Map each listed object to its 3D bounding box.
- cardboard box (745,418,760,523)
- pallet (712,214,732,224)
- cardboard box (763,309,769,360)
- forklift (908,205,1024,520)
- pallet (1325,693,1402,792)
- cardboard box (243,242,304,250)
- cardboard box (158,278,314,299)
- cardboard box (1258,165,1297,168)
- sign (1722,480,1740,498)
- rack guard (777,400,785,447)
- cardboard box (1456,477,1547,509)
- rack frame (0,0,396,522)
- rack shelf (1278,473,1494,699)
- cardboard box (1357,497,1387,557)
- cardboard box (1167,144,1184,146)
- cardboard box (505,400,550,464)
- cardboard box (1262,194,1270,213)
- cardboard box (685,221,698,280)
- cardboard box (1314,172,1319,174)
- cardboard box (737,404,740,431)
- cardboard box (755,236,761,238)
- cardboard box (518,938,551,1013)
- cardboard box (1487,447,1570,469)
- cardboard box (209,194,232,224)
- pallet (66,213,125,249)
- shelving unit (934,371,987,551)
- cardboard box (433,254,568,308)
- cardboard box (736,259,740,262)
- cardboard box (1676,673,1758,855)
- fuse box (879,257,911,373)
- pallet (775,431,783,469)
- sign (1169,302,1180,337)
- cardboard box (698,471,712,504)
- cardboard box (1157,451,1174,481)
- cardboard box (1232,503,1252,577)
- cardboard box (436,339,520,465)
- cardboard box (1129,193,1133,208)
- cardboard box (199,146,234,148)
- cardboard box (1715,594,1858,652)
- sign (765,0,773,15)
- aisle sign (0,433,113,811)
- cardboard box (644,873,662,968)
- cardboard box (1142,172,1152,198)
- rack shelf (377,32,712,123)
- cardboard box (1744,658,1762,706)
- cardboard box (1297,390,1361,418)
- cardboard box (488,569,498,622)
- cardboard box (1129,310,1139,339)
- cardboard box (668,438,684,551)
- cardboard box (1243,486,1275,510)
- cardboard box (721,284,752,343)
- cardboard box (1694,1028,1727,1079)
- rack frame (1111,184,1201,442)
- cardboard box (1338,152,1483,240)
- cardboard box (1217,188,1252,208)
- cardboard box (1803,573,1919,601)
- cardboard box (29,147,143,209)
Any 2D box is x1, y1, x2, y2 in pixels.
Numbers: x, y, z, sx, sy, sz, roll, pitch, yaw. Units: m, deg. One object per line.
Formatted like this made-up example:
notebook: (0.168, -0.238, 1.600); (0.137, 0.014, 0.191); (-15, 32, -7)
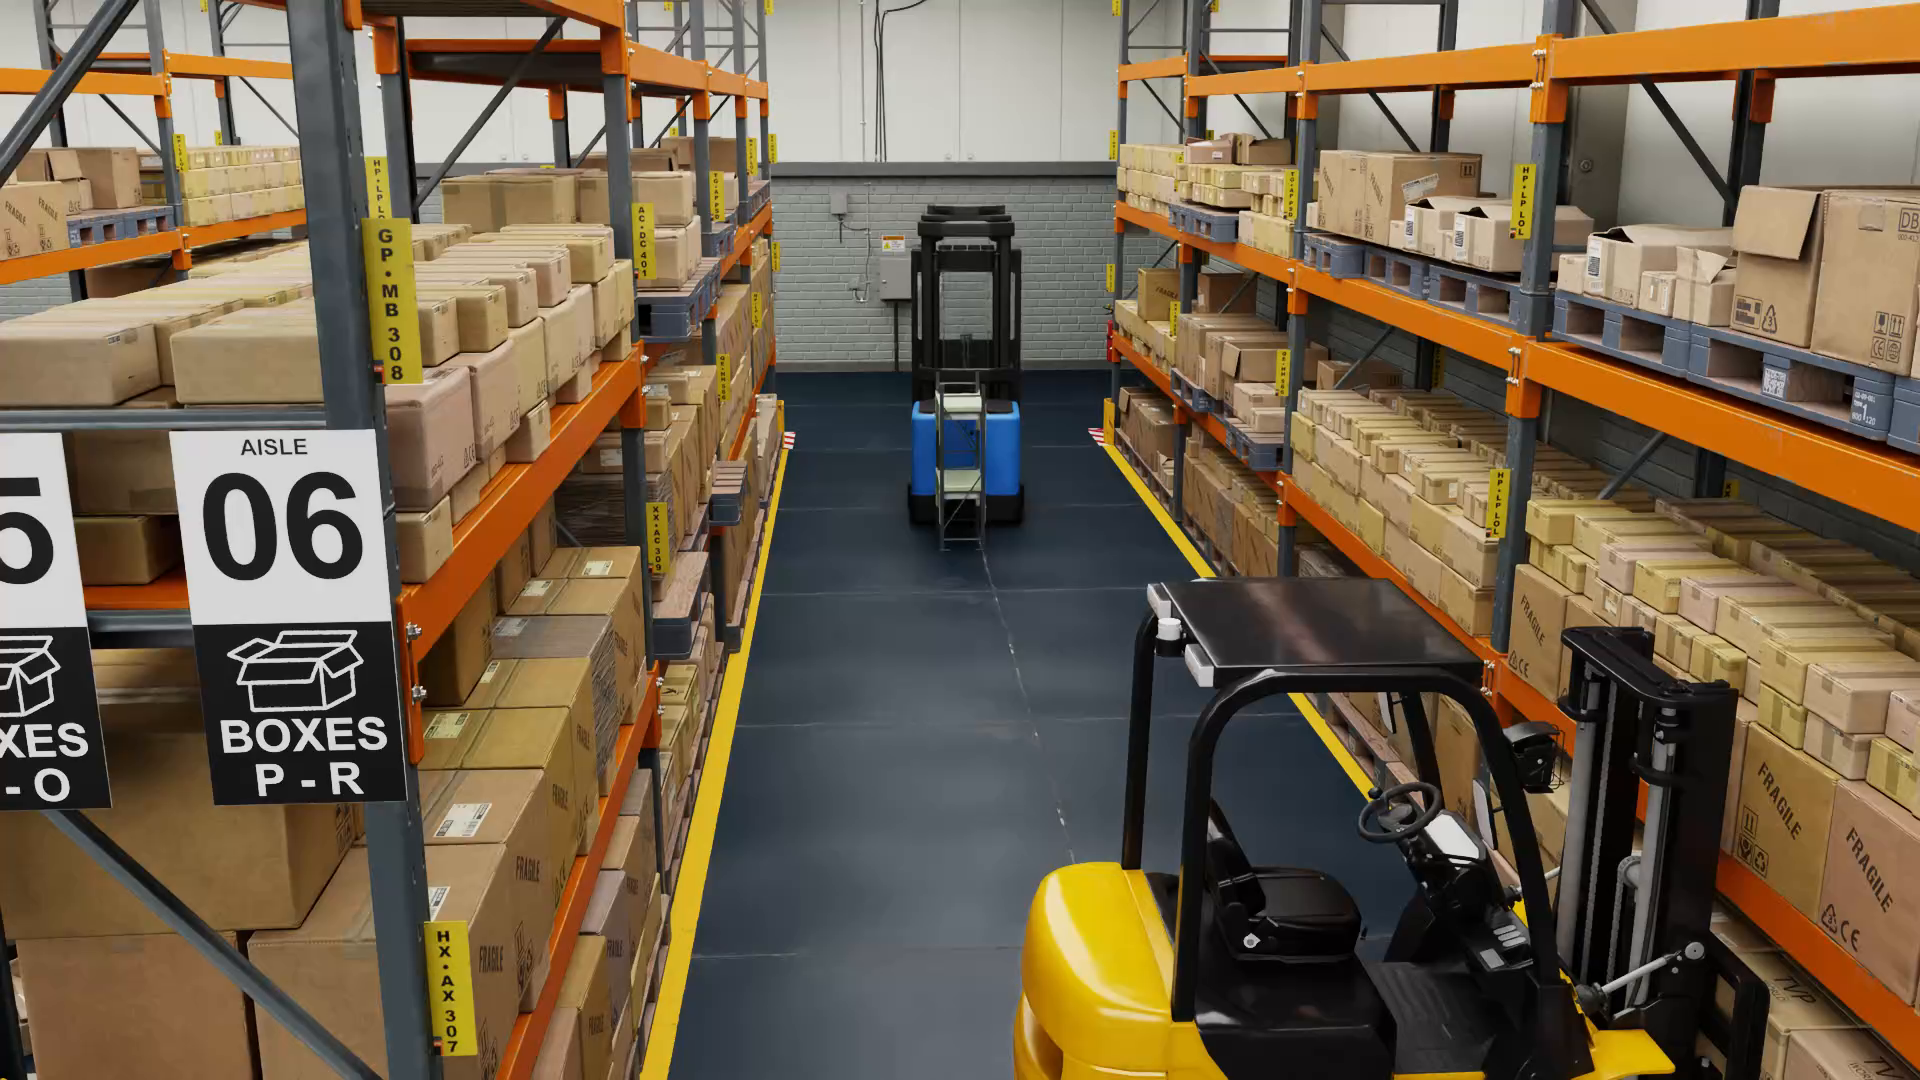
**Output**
cardboard box: (-2.290, -0.591, 14.947); (0.875, 0.875, 0.875); (0, 14, -2)
pallet: (-2.325, -2.373, 12.813); (1.003, 0.211, 1.213); (0, 14, -1)
cardboard box: (-2.259, -2.116, 17.252); (0.500, 0.500, 0.500); (0, 14, -2)
forklift: (0.062, -1.913, 16.804); (1.130, 2.935, 3.031); (0, 14, 0)
pallet: (2.878, 1.206, 10.138); (1.003, 0.211, 1.213); (-1, 14, -3)
cardboard box: (-7.282, -2.903, 17.710); (0.500, 0.500, 0.500); (-1, 14, -5)
cardboard box: (-1.964, -0.634, 4.580); (0.380, 0.149, 0.250); (-1, 14, -3)
cardboard box: (2.751, -3.110, 14.163); (0.380, 0.149, 0.250); (0, 14, -2)
sign: (3.596, -0.124, 7.815); (0.100, 0.325, 0.005); (-1, 14, -3)
rack guard: (-2.657, -1.360, 19.531); (1.175, 0.500, 0.348); (-1, 14, -3)
cardboard box: (2.802, -0.227, 8.610); (0.380, 0.149, 0.250); (-1, 14, -3)
rack frame: (-1.664, -1.490, 2.983); (1.000, 3.000, 0.127); (-1, 14, -3)
rack shelf: (2.918, 0.194, 9.921); (1.077, 0.370, 4.000); (-1, 14, -3)
cardboard box: (2.673, -0.083, 9.854); (0.500, 0.250, 0.500); (0, 14, -2)
cardboard box: (2.604, -4.302, 18.630); (0.500, 0.250, 0.500); (-1, 14, -5)
cardboard box: (-1.445, -0.325, 4.977); (0.380, 0.149, 0.250); (-1, 14, -3)
cardboard box: (2.520, -2.564, 12.677); (0.380, 0.149, 0.250); (-1, 14, -3)
cardboard box: (-1.581, -1.441, 8.268); (0.500, 0.250, 0.500); (-1, 14, -4)
cardboard box: (2.908, -2.779, 12.916); (0.380, 0.149, 0.250); (-1, 14, -4)
cardboard box: (-2.049, -1.008, 13.450); (0.500, 0.250, 0.500); (-1, 14, -3)
cardboard box: (-2.434, -3.325, 18.643); (0.380, 0.149, 0.250); (-1, 14, -3)
cardboard box: (-1.414, 1.255, 4.855); (0.380, 0.149, 0.250); (-1, 14, -3)
cardboard box: (3.208, -0.428, 9.393); (0.380, 0.149, 0.250); (-1, 14, -4)
cardboard box: (-7.148, -3.091, 15.527); (0.500, 0.250, 0.500); (-1, 14, -4)
pallet: (-7.343, -2.416, 12.979); (1.213, 0.211, 1.003); (-1, 14, -3)
shelving unit: (0.000, -0.725, 15.057); (0.431, 1.500, 0.755); (-1, 14, -3)
cardboard box: (-1.483, -0.837, 5.369); (0.380, 0.149, 0.250); (-1, 14, -3)
cardboard box: (-2.200, -2.562, 15.679); (0.380, 0.149, 0.250); (-1, 14, -3)
cardboard box: (2.900, 0.789, 5.962); (0.500, 0.500, 0.500); (-1, 14, -3)
fuse box: (-0.923, -3.338, 24.790); (0.539, 1.711, 0.414); (-1, 14, -3)
pallet: (-2.528, -1.016, 18.775); (1.003, 0.211, 1.213); (-1, 14, -3)
sign: (2.005, -2.056, 15.483); (0.100, 0.325, 0.005); (-1, 14, -3)
cardboard box: (-1.717, -0.320, 10.135); (0.380, 0.149, 0.250); (-1, 14, -2)
cardboard box: (2.196, -0.749, 16.785); (0.396, 0.266, 0.258); (0, 14, -1)
cardboard box: (2.498, -0.001, 13.410); (0.500, 0.500, 0.500); (0, 14, -1)
cardboard box: (-1.451, -0.364, 4.328); (0.500, 0.250, 0.500); (-1, 14, -4)
cardboard box: (2.040, -3.697, 18.085); (0.380, 0.149, 0.250); (-1, 14, -2)
cardboard box: (-7.855, -4.061, 17.493); (0.380, 0.149, 0.250); (-1, 14, -4)
cardboard box: (2.957, 0.301, 5.962); (0.380, 0.149, 0.250); (-1, 14, -3)
sign: (-2.113, -5.965, 18.341); (0.100, 0.325, 0.005); (-1, 14, -3)
aisle sign: (-1.950, 0.176, 3.329); (0.394, 0.787, 0.004); (-1, 14, -3)
cardboard box: (-1.607, 1.691, 7.332); (0.500, 0.250, 0.500); (0, 14, -1)
cardboard box: (2.179, -3.669, 17.176); (0.500, 0.250, 0.500); (-1, 14, -4)
rack shelf: (-2.036, -2.440, 8.922); (1.077, 0.370, 4.000); (-1, 14, -3)
cardboard box: (2.959, 0.511, 5.742); (0.380, 0.149, 0.250); (-1, 14, -4)
cardboard box: (2.520, -0.931, 11.346); (0.380, 0.149, 0.250); (0, 14, -2)
cardboard box: (-2.087, 0.109, 6.002); (0.700, 0.500, 0.500); (-1, 14, -5)
cardboard box: (2.124, -2.345, 18.047); (0.500, 0.250, 0.500); (-1, 14, -4)
cardboard box: (-1.687, -0.221, 8.449); (0.500, 0.500, 0.500); (-1, 14, -3)
cardboard box: (2.503, -0.340, 13.423); (0.380, 0.149, 0.250); (-1, 14, -4)
cardboard box: (-2.130, -1.995, 14.776); (0.500, 0.500, 0.500); (0, 14, -2)
cardboard box: (2.874, 1.854, 5.695); (0.500, 0.250, 0.500); (-1, 14, -5)
rack frame: (2.298, -2.642, 19.497); (1.000, 3.000, 0.127); (-1, 14, -3)
cardboard box: (2.727, -2.097, 10.117); (0.700, 0.500, 0.500); (-1, 14, -5)
cardboard box: (2.288, -2.767, 13.427); (0.380, 0.149, 0.250); (-1, 14, -2)
cardboard box: (3.410, 0.230, 6.238); (0.380, 0.149, 0.250); (-1, 14, -4)
cardboard box: (-7.428, -3.076, 14.123); (0.700, 0.500, 0.500); (-1, 14, -3)
